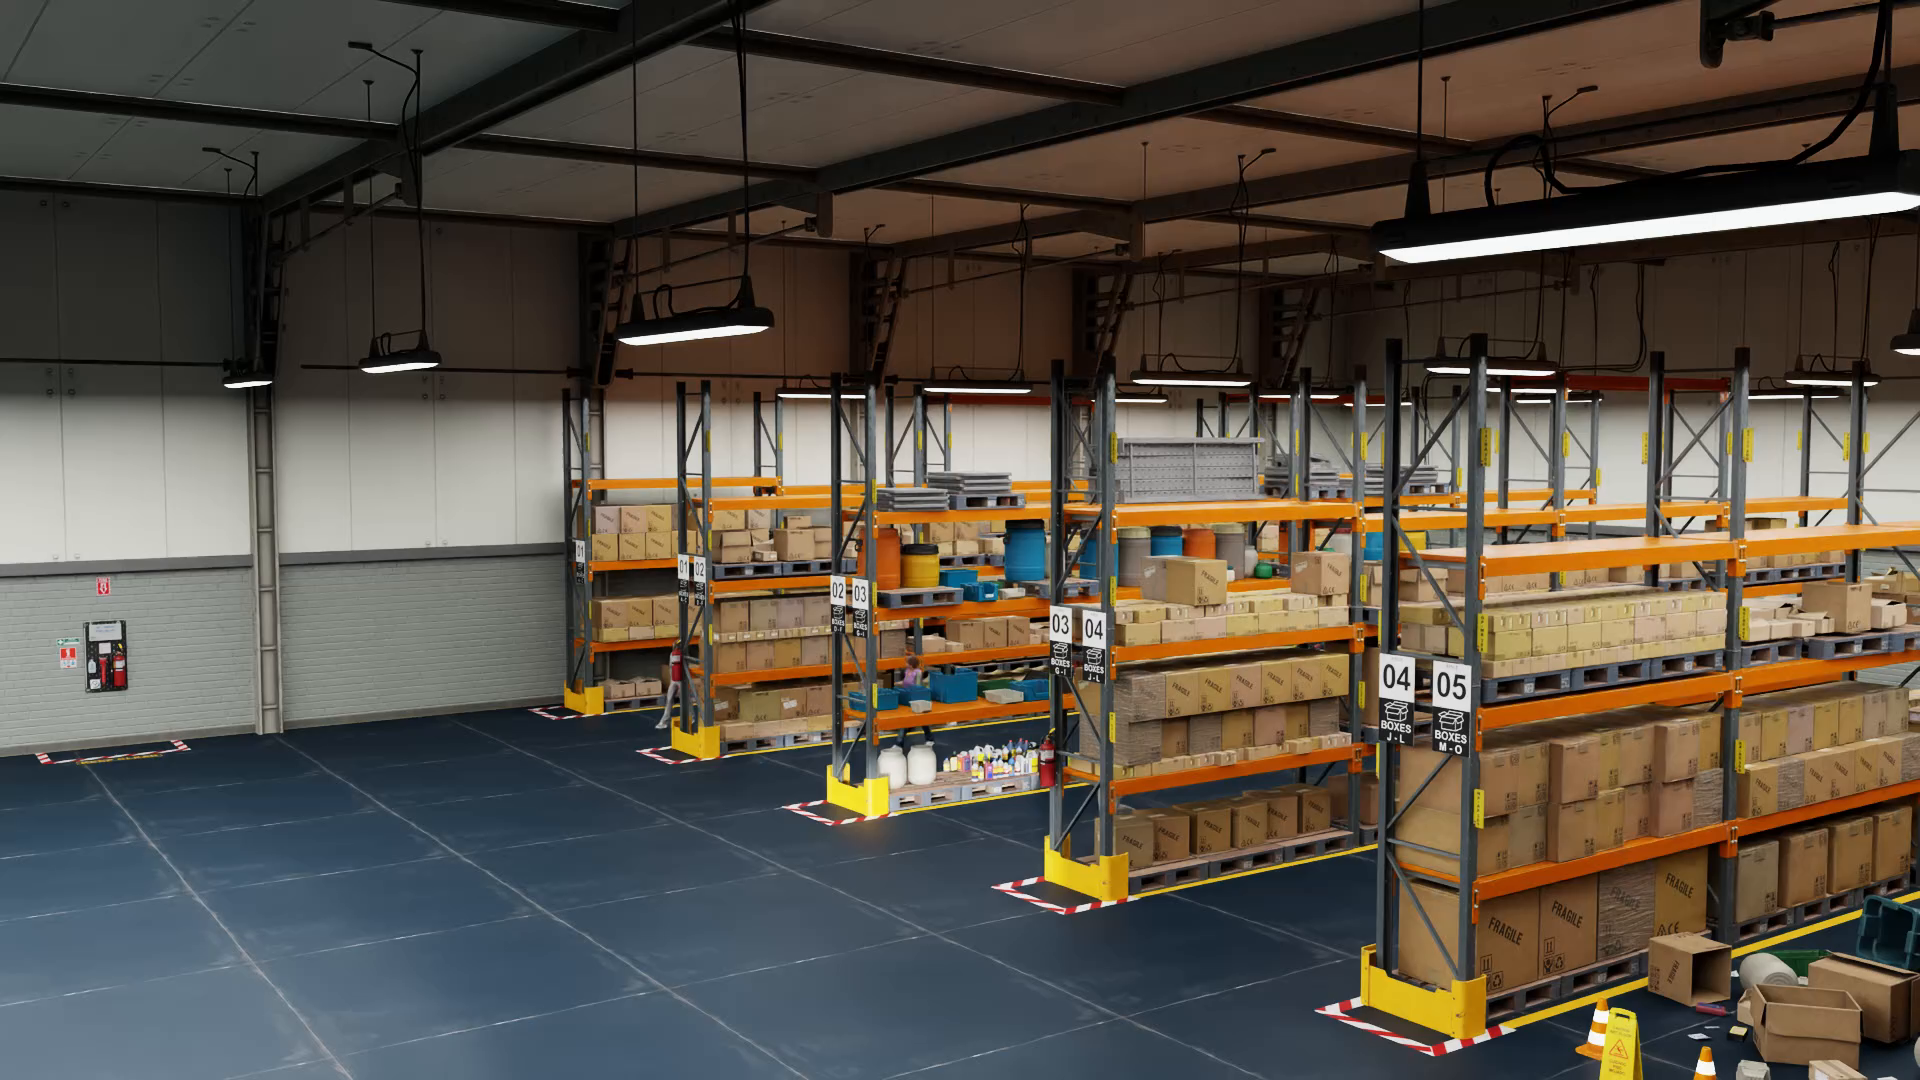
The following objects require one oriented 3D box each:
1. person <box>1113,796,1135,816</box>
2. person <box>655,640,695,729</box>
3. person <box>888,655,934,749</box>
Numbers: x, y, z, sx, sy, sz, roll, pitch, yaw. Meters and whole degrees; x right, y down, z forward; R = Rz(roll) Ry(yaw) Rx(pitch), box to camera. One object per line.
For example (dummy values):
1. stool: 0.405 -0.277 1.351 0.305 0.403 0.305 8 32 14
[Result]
1. person: 2.030 2.997 21.088 0.619 1.644 0.522 -1 4 -20
2. person: -4.934 2.505 29.020 0.443 1.542 0.951 1 4 17
3. person: -0.784 2.634 26.946 0.896 1.548 0.439 -3 5 -42
